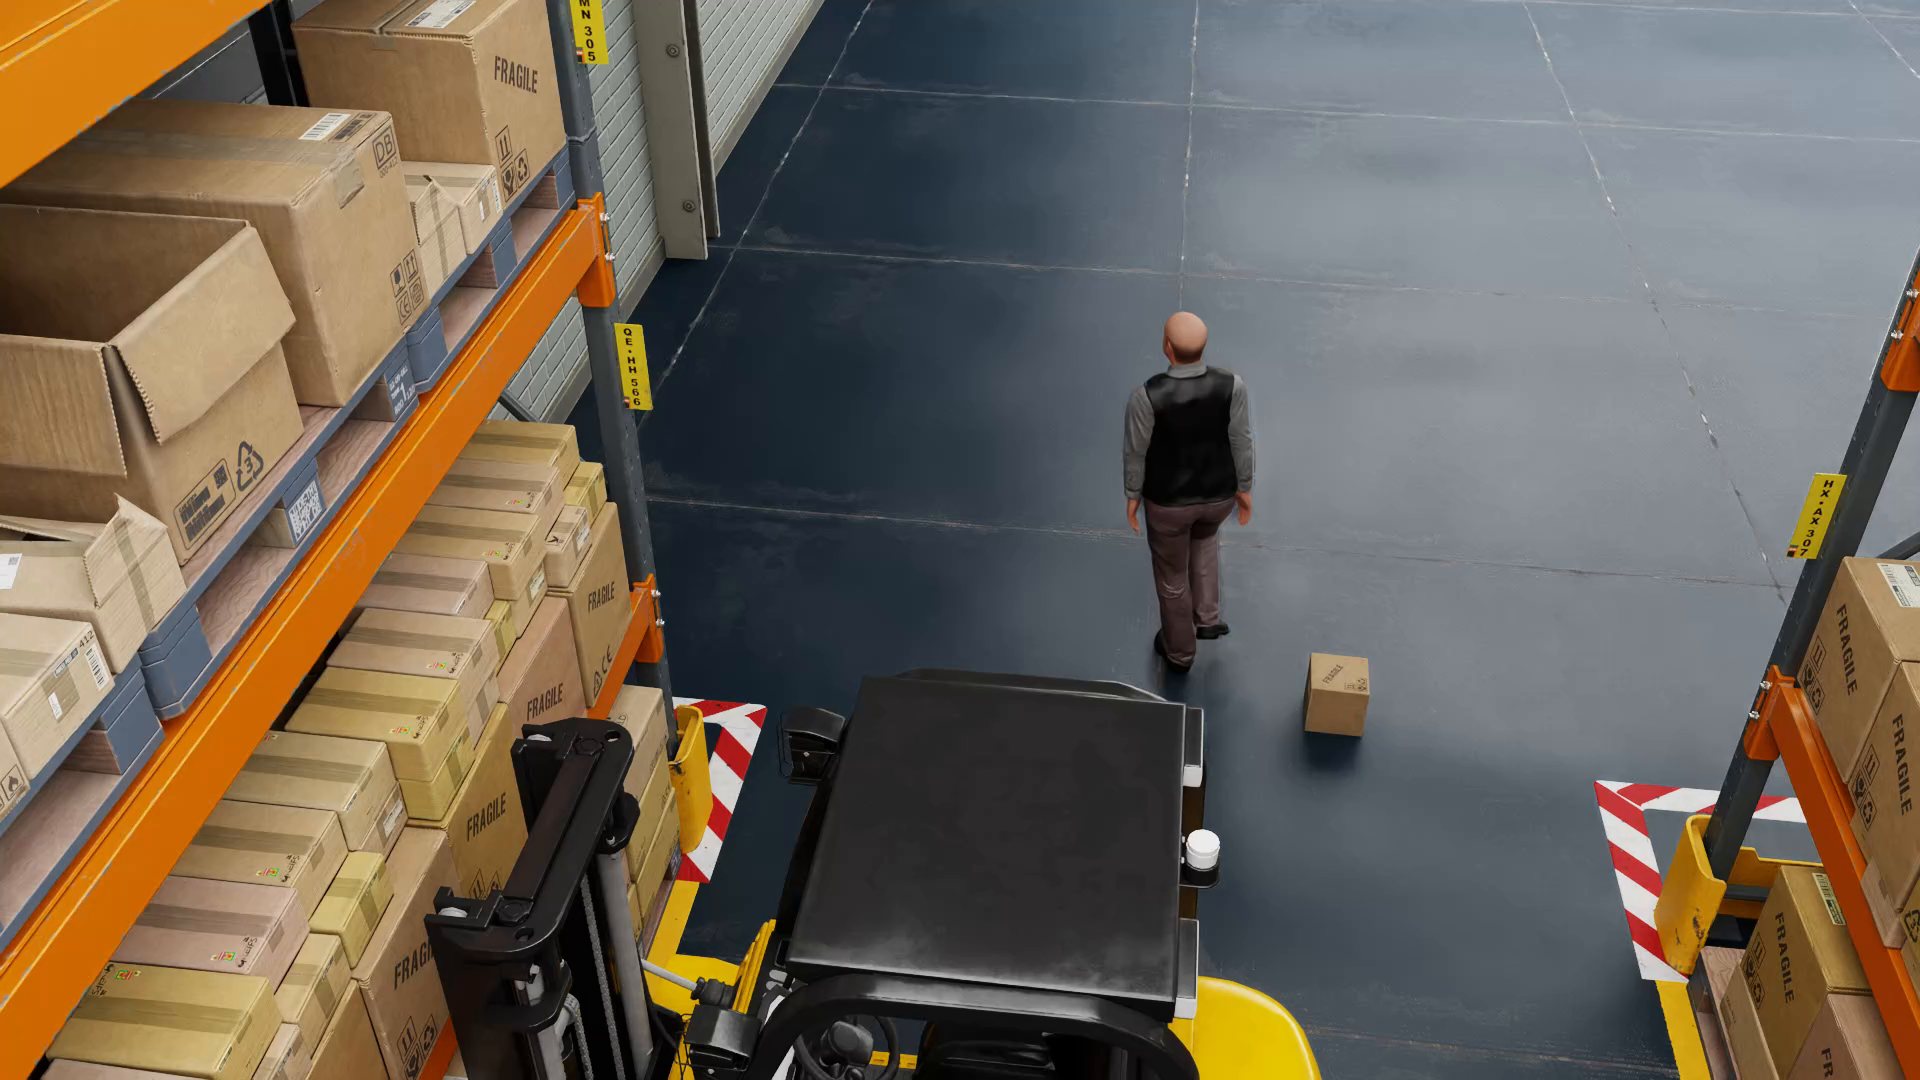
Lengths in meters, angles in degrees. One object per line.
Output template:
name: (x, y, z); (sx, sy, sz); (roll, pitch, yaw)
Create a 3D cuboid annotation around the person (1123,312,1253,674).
person: (0.979, -0.198, 7.307); (0.567, 1.707, 0.492); (-8, 37, -10)
